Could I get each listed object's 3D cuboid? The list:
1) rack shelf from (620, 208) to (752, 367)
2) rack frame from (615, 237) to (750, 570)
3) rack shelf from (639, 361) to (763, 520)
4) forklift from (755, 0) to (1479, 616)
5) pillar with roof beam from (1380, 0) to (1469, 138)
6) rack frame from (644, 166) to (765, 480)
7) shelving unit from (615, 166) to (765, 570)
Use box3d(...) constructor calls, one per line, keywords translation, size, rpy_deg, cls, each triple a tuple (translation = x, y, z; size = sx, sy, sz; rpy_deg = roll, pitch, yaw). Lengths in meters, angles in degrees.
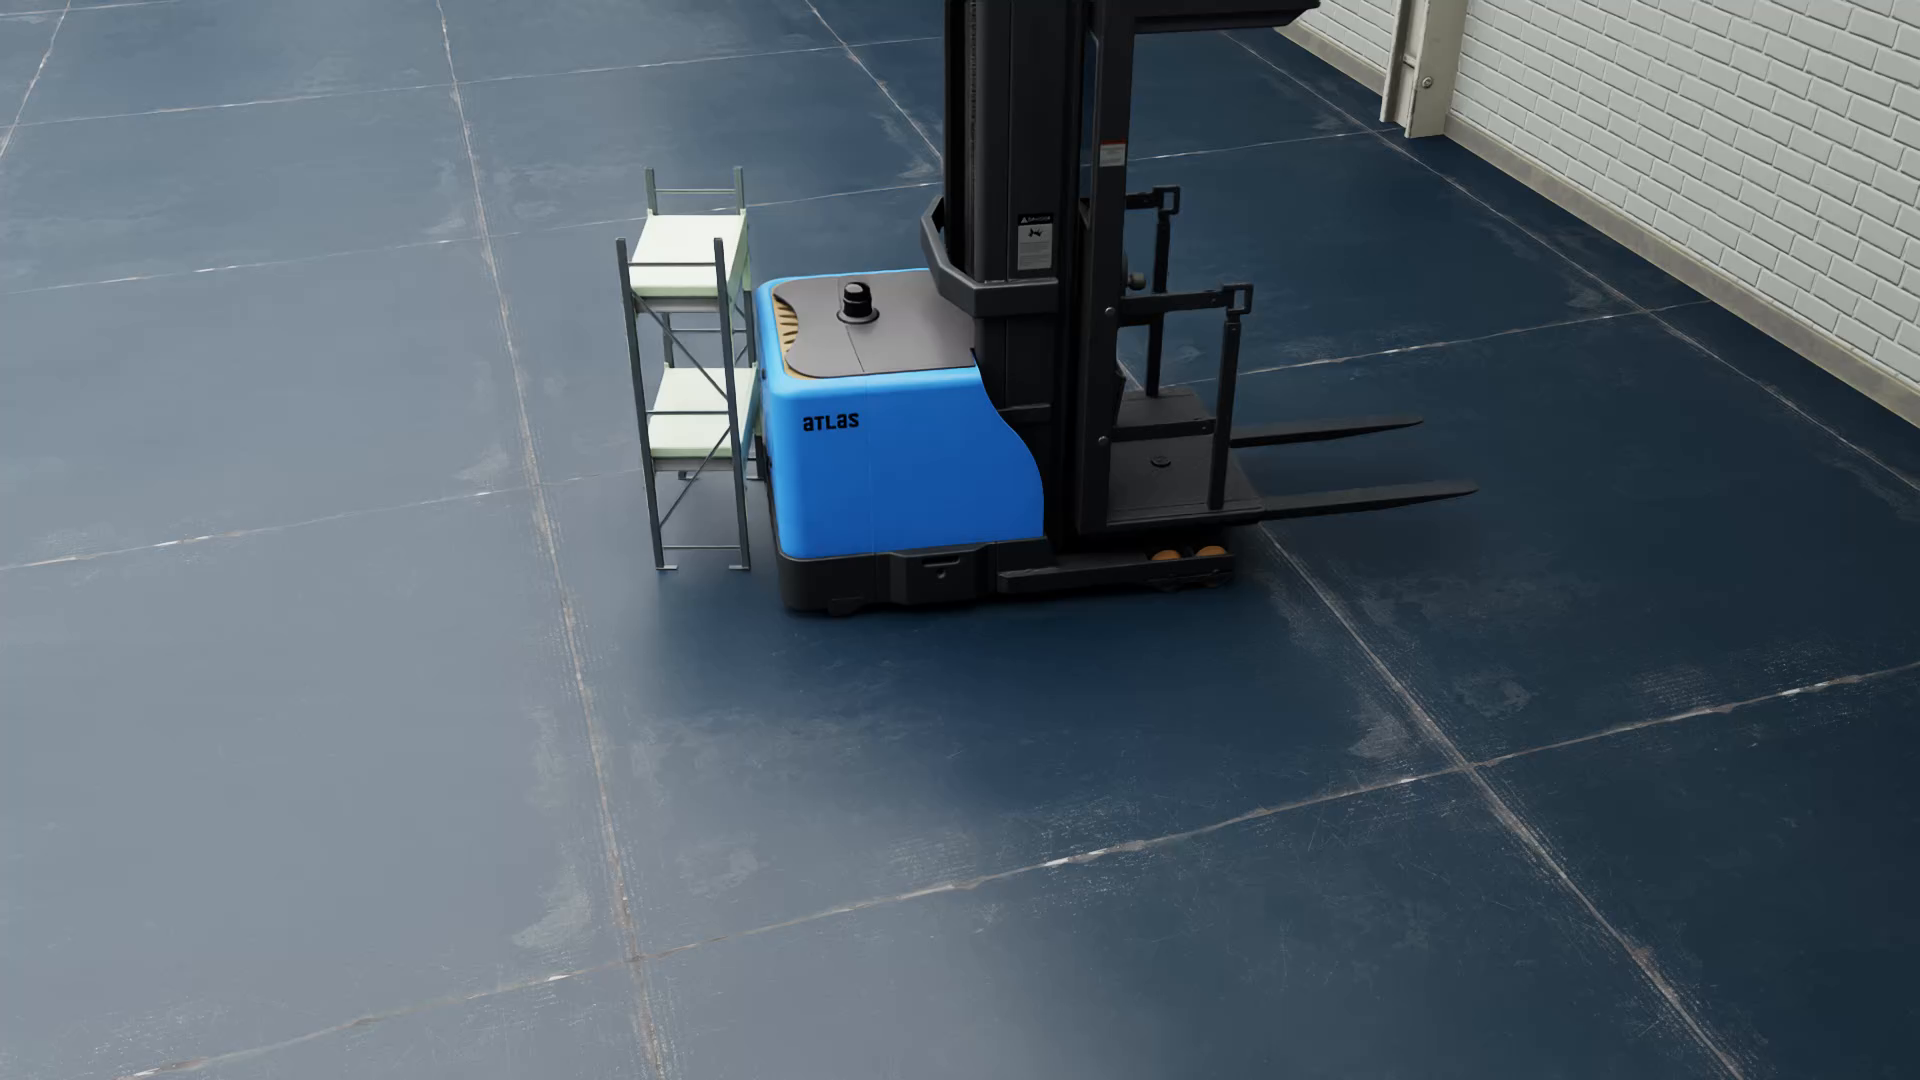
box3d(translation=(-1.096, -1.033, 6.745), size=(0.431, 0.370, 0.720), rpy_deg=(0, 33, 0), cls="rack shelf")
box3d(translation=(-1.092, -0.505, 6.654), size=(0.400, 1.500, 0.023), rpy_deg=(0, 33, 0), cls="rack frame")
box3d(translation=(-1.096, -0.435, 7.139), size=(0.431, 0.370, 0.720), rpy_deg=(0, 33, 0), cls="rack shelf")
box3d(translation=(0.696, -1.296, 6.553), size=(3.031, 2.935, 1.130), rpy_deg=(-5, 34, -8), cls="forklift")
box3d(translation=(-0.934, -5.921, 8.047), size=(9.100, 9.000, 0.400), rpy_deg=(-10, 35, -15), cls="pillar with roof beam")
box3d(translation=(-1.099, -0.909, 7.265), size=(0.400, 1.500, 0.023), rpy_deg=(0, 33, 0), cls="rack frame")
box3d(translation=(-1.096, -0.707, 6.960), size=(0.431, 1.500, 0.755), rpy_deg=(0, 33, 0), cls="shelving unit")
